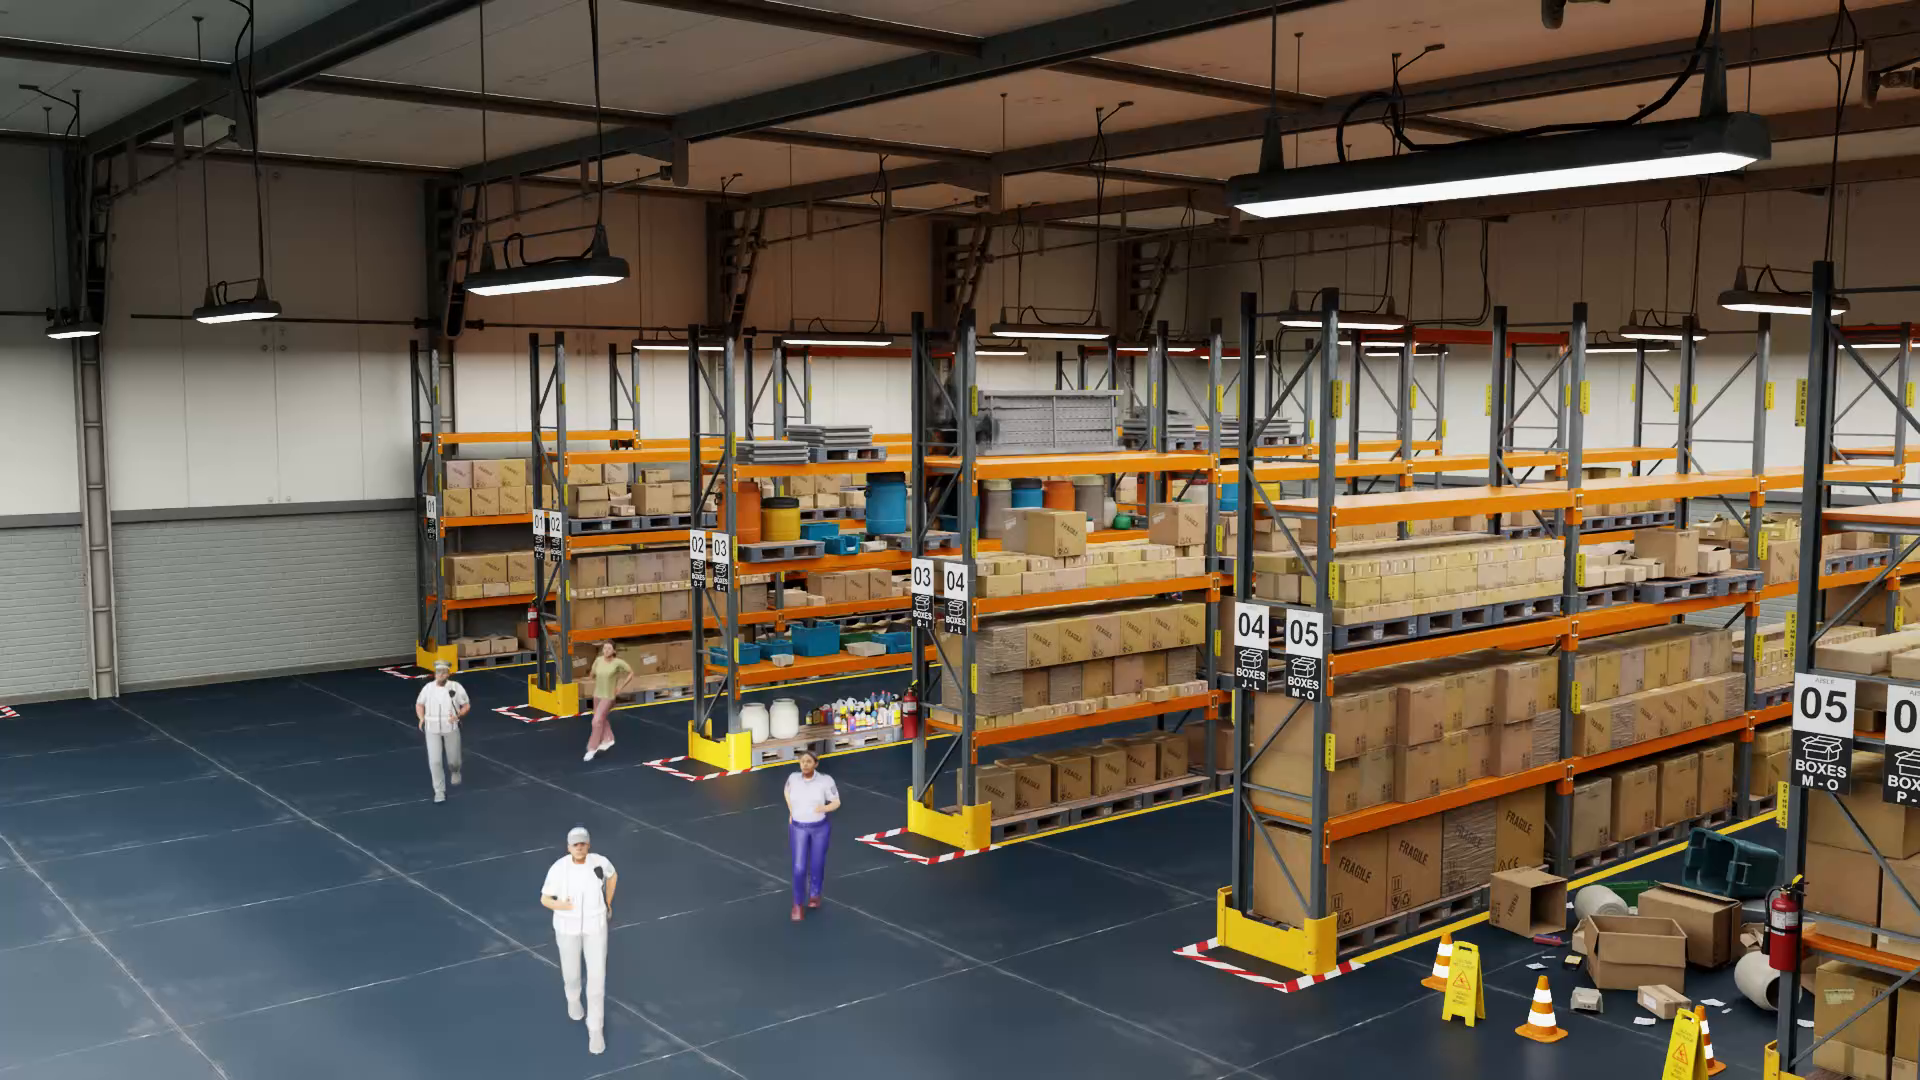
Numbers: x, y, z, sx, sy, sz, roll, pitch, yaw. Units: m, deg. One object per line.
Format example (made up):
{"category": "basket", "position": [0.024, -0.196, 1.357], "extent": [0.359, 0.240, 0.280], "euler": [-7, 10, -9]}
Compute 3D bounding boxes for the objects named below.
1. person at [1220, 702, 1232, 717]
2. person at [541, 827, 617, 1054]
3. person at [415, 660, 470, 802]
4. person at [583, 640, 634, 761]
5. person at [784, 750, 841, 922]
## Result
{"category": "person", "position": [4.087, 2.025, 25.431], "extent": [0.575, 1.605, 0.589], "euler": [4, 7, 36]}
{"category": "person", "position": [-3.008, 3.103, 13.188], "extent": [0.602, 1.689, 0.886], "euler": [-1, 5, -15]}
{"category": "person", "position": [-6.500, 2.365, 20.891], "extent": [0.672, 1.736, 0.758], "euler": [-1, 5, -11]}
{"category": "person", "position": [-4.882, 2.219, 23.150], "extent": [0.587, 1.664, 0.706], "euler": [3, 6, 26]}
{"category": "person", "position": [-1.445, 2.881, 16.183], "extent": [0.573, 1.689, 0.718], "euler": [0, 5, 0]}
